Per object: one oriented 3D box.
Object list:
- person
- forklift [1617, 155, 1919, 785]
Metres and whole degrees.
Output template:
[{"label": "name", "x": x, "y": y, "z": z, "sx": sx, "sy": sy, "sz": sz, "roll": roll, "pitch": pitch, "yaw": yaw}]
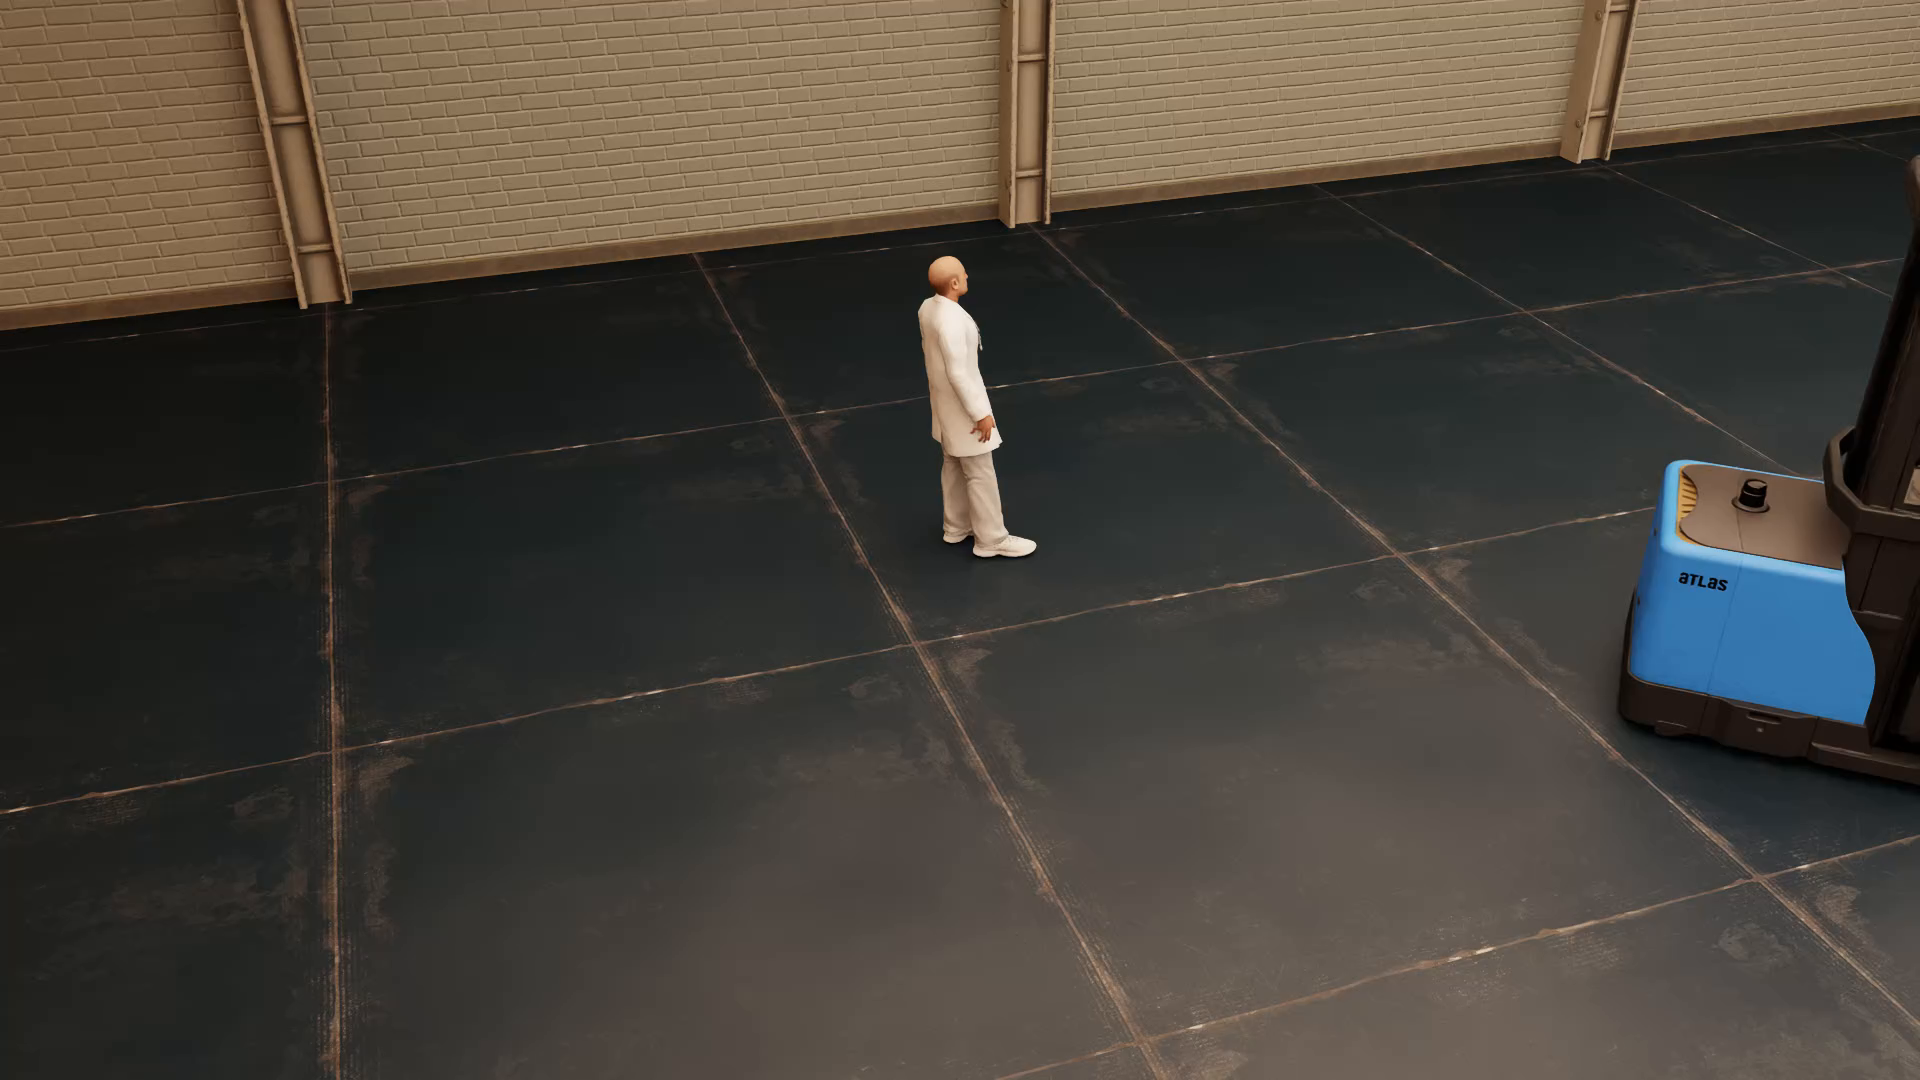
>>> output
[{"label": "person", "x": 0.088, "y": -0.790, "z": 9.601, "sx": 0.578, "sy": 1.778, "sz": 0.698, "roll": -10, "pitch": 31, "yaw": -16}, {"label": "forklift", "x": 4.889, "y": -0.275, "z": 7.565, "sx": 3.031, "sy": 2.935, "sz": 1.130, "roll": 11, "pitch": 32, "yaw": 19}]
